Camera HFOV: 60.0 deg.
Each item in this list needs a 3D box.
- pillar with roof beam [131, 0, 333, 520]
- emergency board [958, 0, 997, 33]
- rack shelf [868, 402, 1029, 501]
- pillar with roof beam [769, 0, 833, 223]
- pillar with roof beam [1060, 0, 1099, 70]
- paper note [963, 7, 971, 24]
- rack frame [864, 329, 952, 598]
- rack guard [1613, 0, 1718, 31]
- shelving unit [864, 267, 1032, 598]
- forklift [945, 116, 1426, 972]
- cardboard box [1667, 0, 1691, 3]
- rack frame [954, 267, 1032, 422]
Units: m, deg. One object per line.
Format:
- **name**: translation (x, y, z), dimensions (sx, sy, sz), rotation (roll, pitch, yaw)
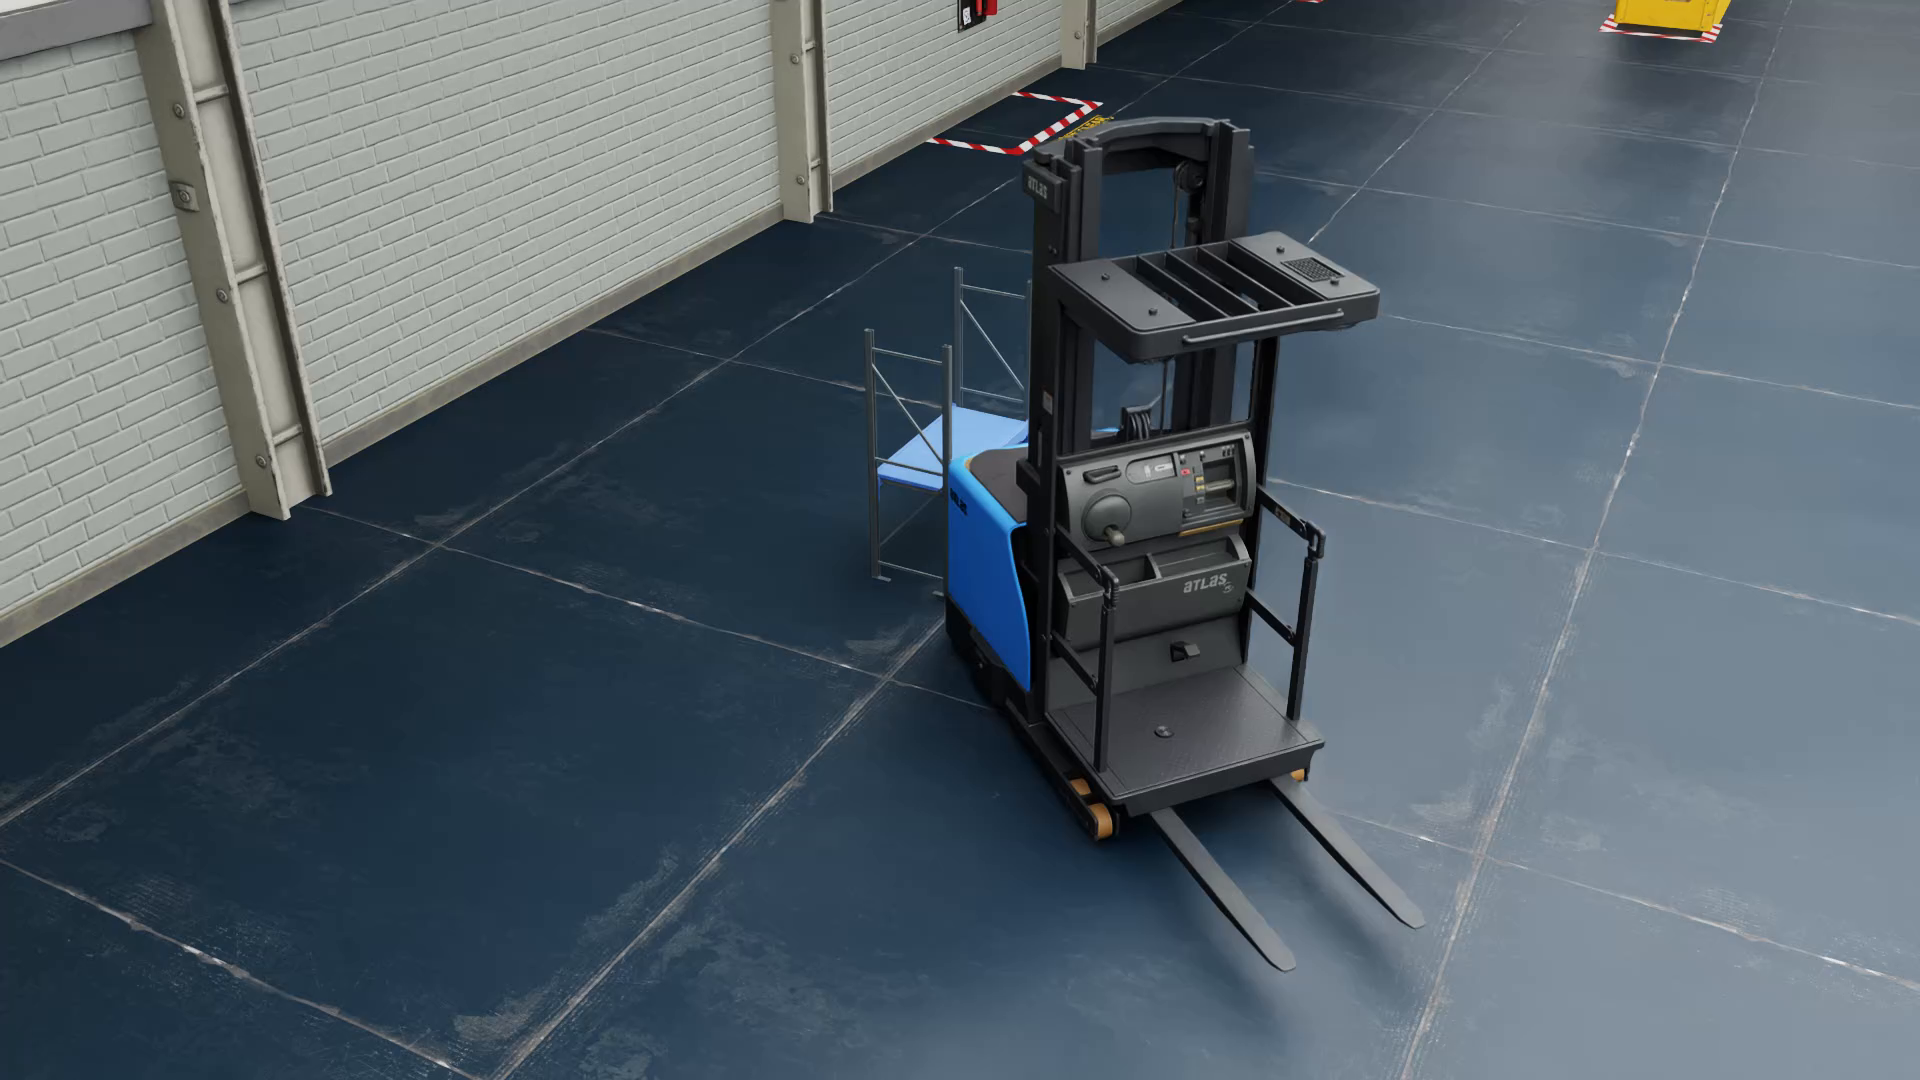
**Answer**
- **pillar with roof beam**: translation (-0.260, -3.164, 6.224), dimensions (9.100, 9.000, 0.400), rotation (14, 33, 23)
- **emergency board**: translation (0.215, -5.772, 16.789), dimensions (0.194, 1.169, 0.643), rotation (14, 33, 23)
- **rack shelf**: translation (-0.039, -0.457, 9.400), dimensions (0.538, 0.185, 1.000), rotation (14, 33, 23)
- **pillar with roof beam**: translation (2.473, -5.824, 10.856), dimensions (9.100, 9.000, 0.400), rotation (14, 33, 23)
- **pillar with roof beam**: translation (5.207, -8.484, 15.487), dimensions (9.100, 9.000, 0.400), rotation (14, 33, 23)
- **paper note**: translation (0.072, -5.327, 16.899), dimensions (0.016, 0.148, 0.142), rotation (14, 33, 23)
- **rack frame**: translation (-0.270, -0.387, 8.918), dimensions (0.500, 1.500, 0.032), rotation (14, 33, 23)
- **rack guard**: translation (8.959, -6.796, 21.082), dimensions (1.175, 0.500, 0.348), rotation (14, 33, 23)
- **shelving unit**: translation (-0.039, -0.613, 9.311), dimensions (0.538, 1.500, 1.048), rotation (14, 33, 23)
- **forklift**: translation (0.964, -0.174, 7.109), dimensions (1.130, 2.935, 3.031), rotation (-12, 32, -20)
- **cardboard box**: translation (9.413, -7.067, 21.384), dimensions (0.500, 0.250, 0.500), rotation (14, 33, 23)
- **rack frame**: translation (0.193, -0.838, 9.703), dimensions (0.500, 1.500, 0.032), rotation (14, 33, 23)
